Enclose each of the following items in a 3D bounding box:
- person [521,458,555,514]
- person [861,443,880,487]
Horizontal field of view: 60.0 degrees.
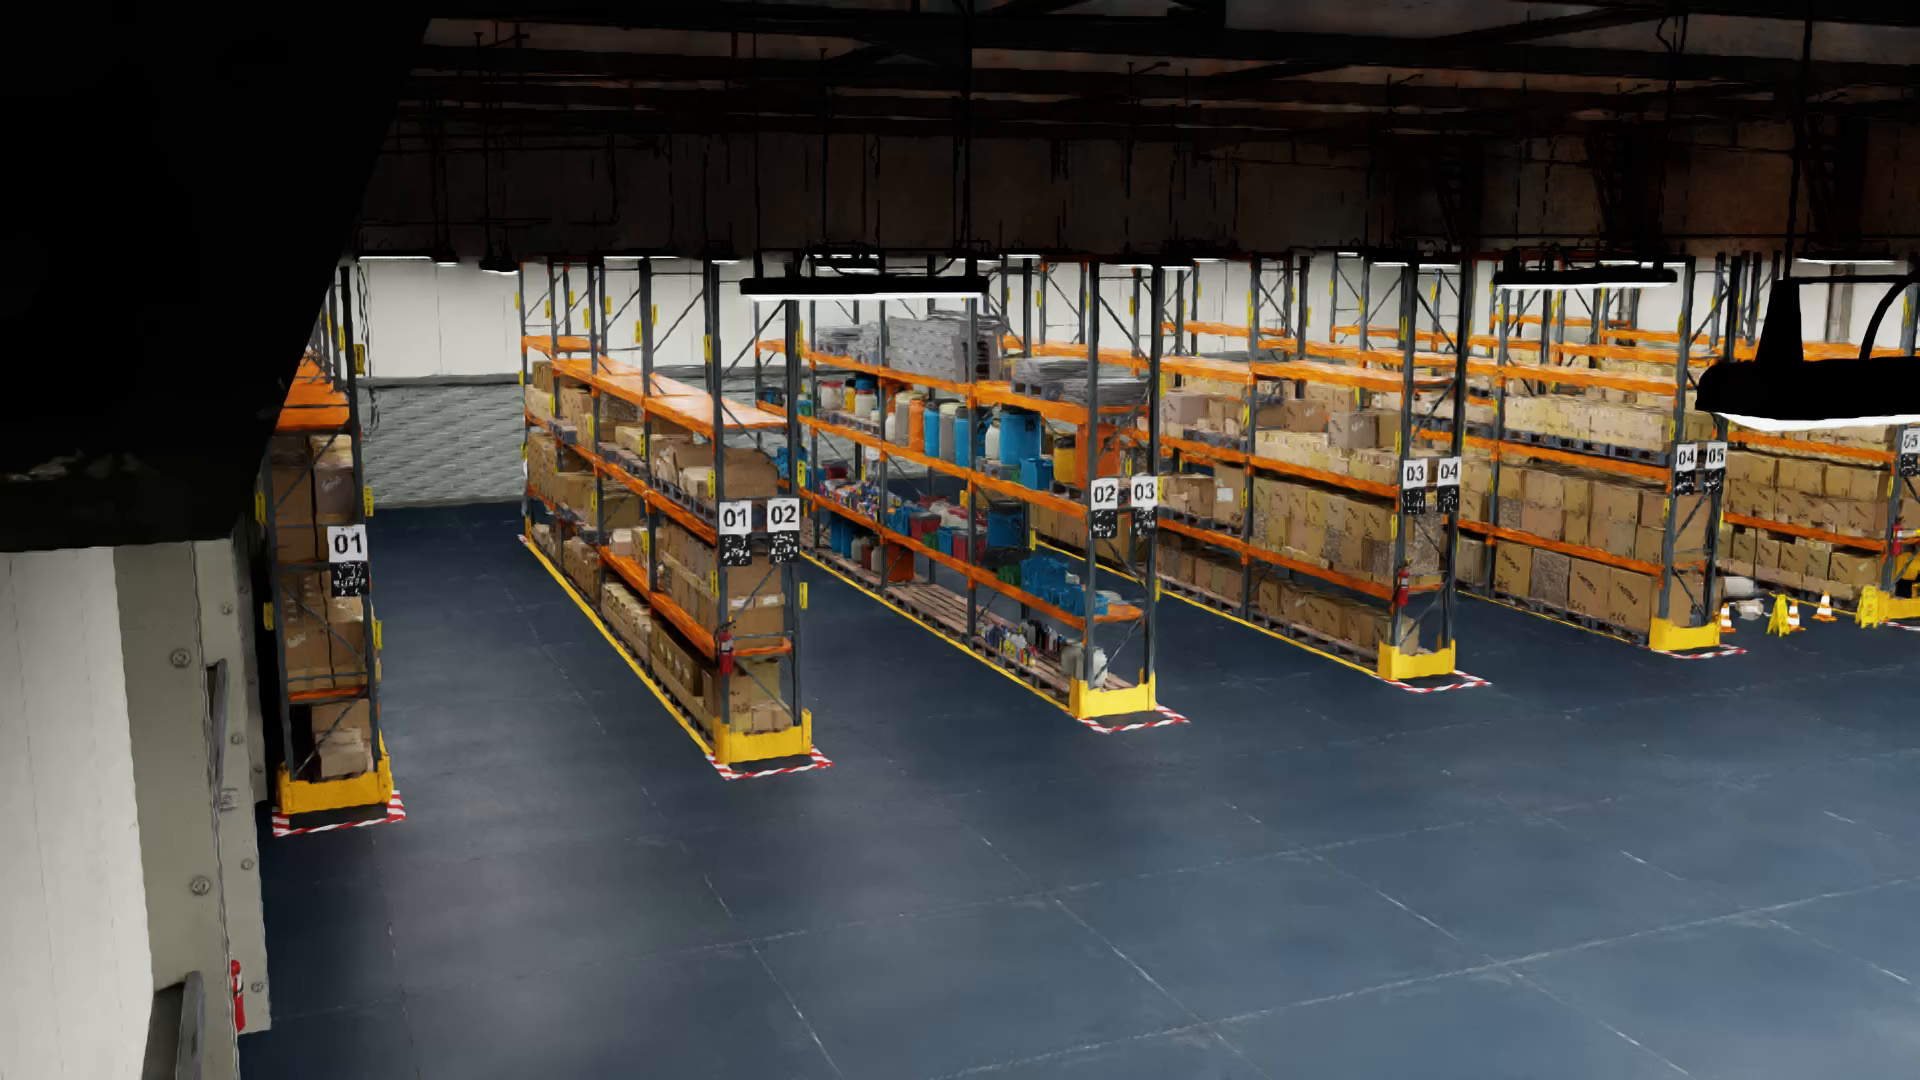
[{"bbox_3d":[-9.734,-1.380,38.056,0.641,1.610,0.799,-9,14,-40],"label":"person"},{"bbox_3d":[-2.162,-2.055,41.517,0.677,1.726,0.574,-5,11,-24],"label":"person"}]
